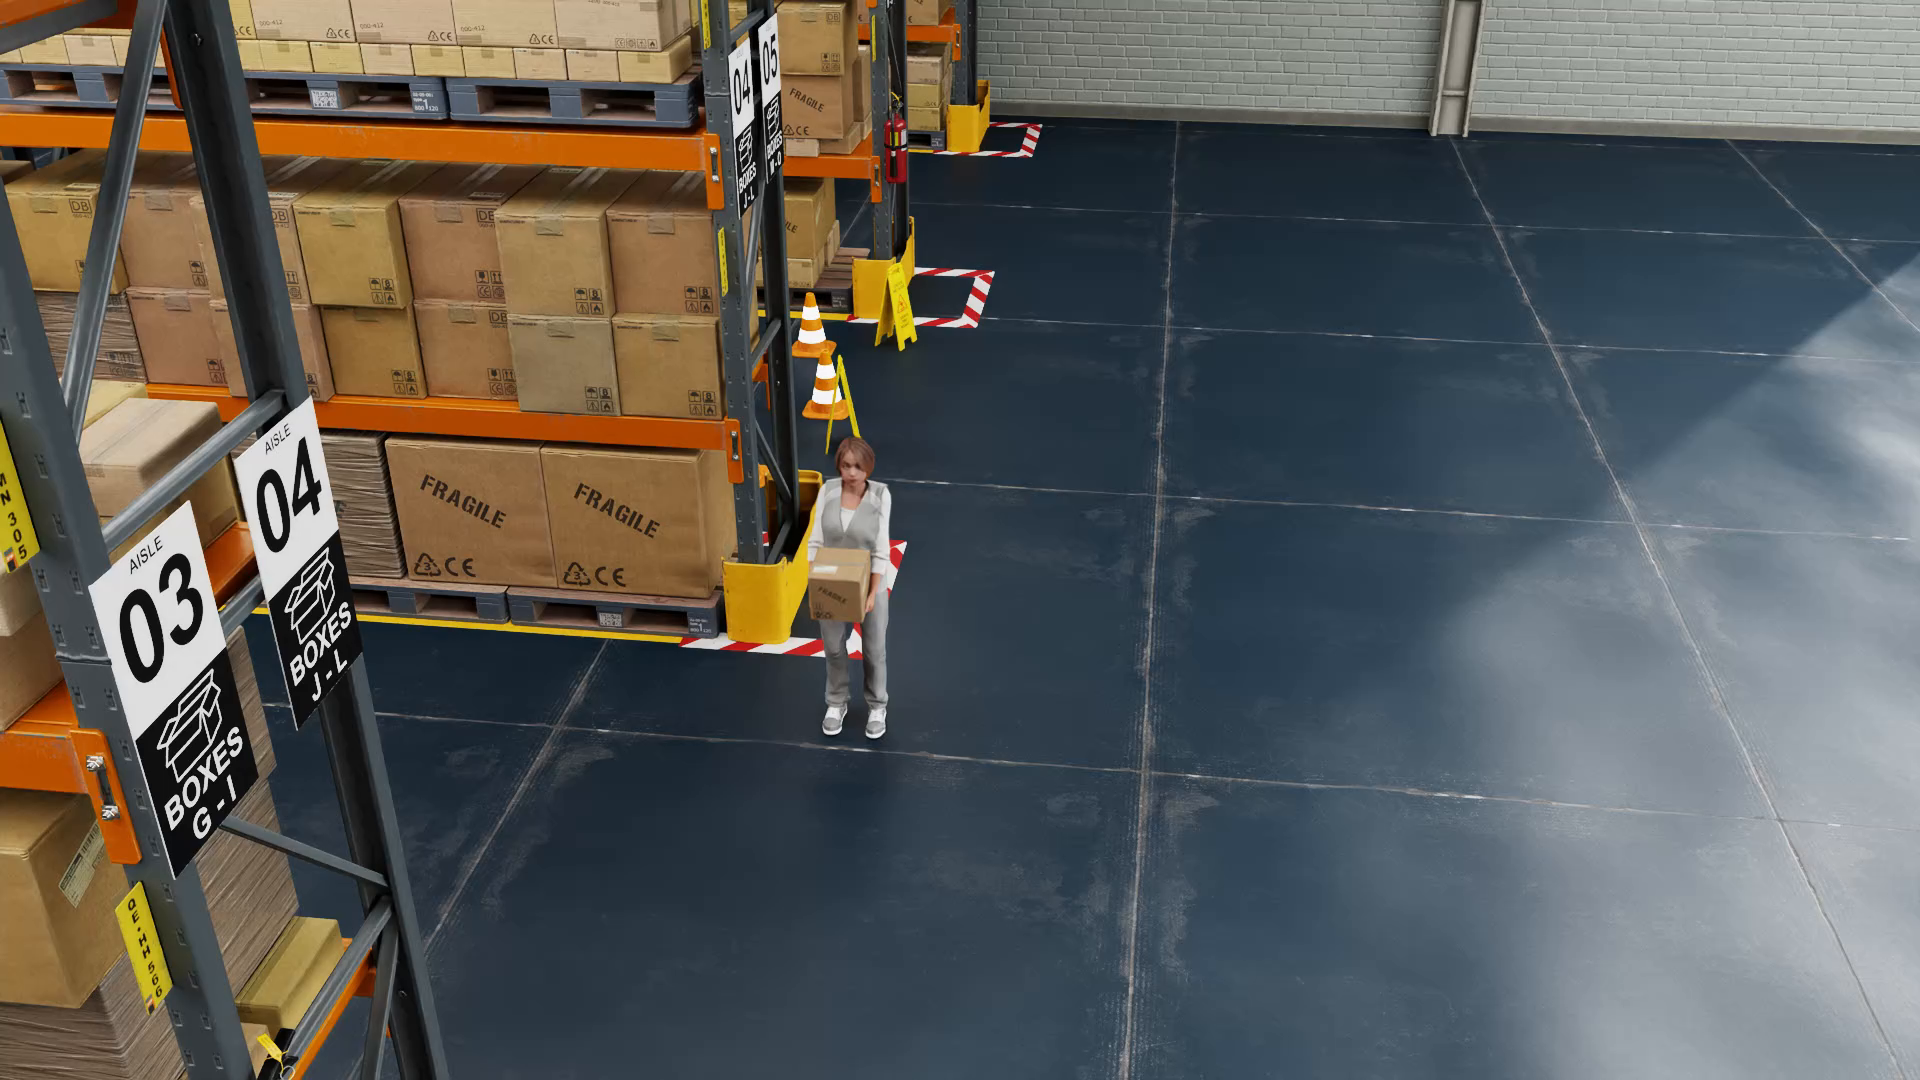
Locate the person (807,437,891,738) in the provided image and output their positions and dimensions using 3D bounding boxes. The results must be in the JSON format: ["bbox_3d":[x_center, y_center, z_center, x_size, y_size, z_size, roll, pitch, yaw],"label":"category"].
[{"bbox_3d":[-0.538,0.280,8.132,0.404,1.591,0.498,4,29,7],"label":"person"}]
